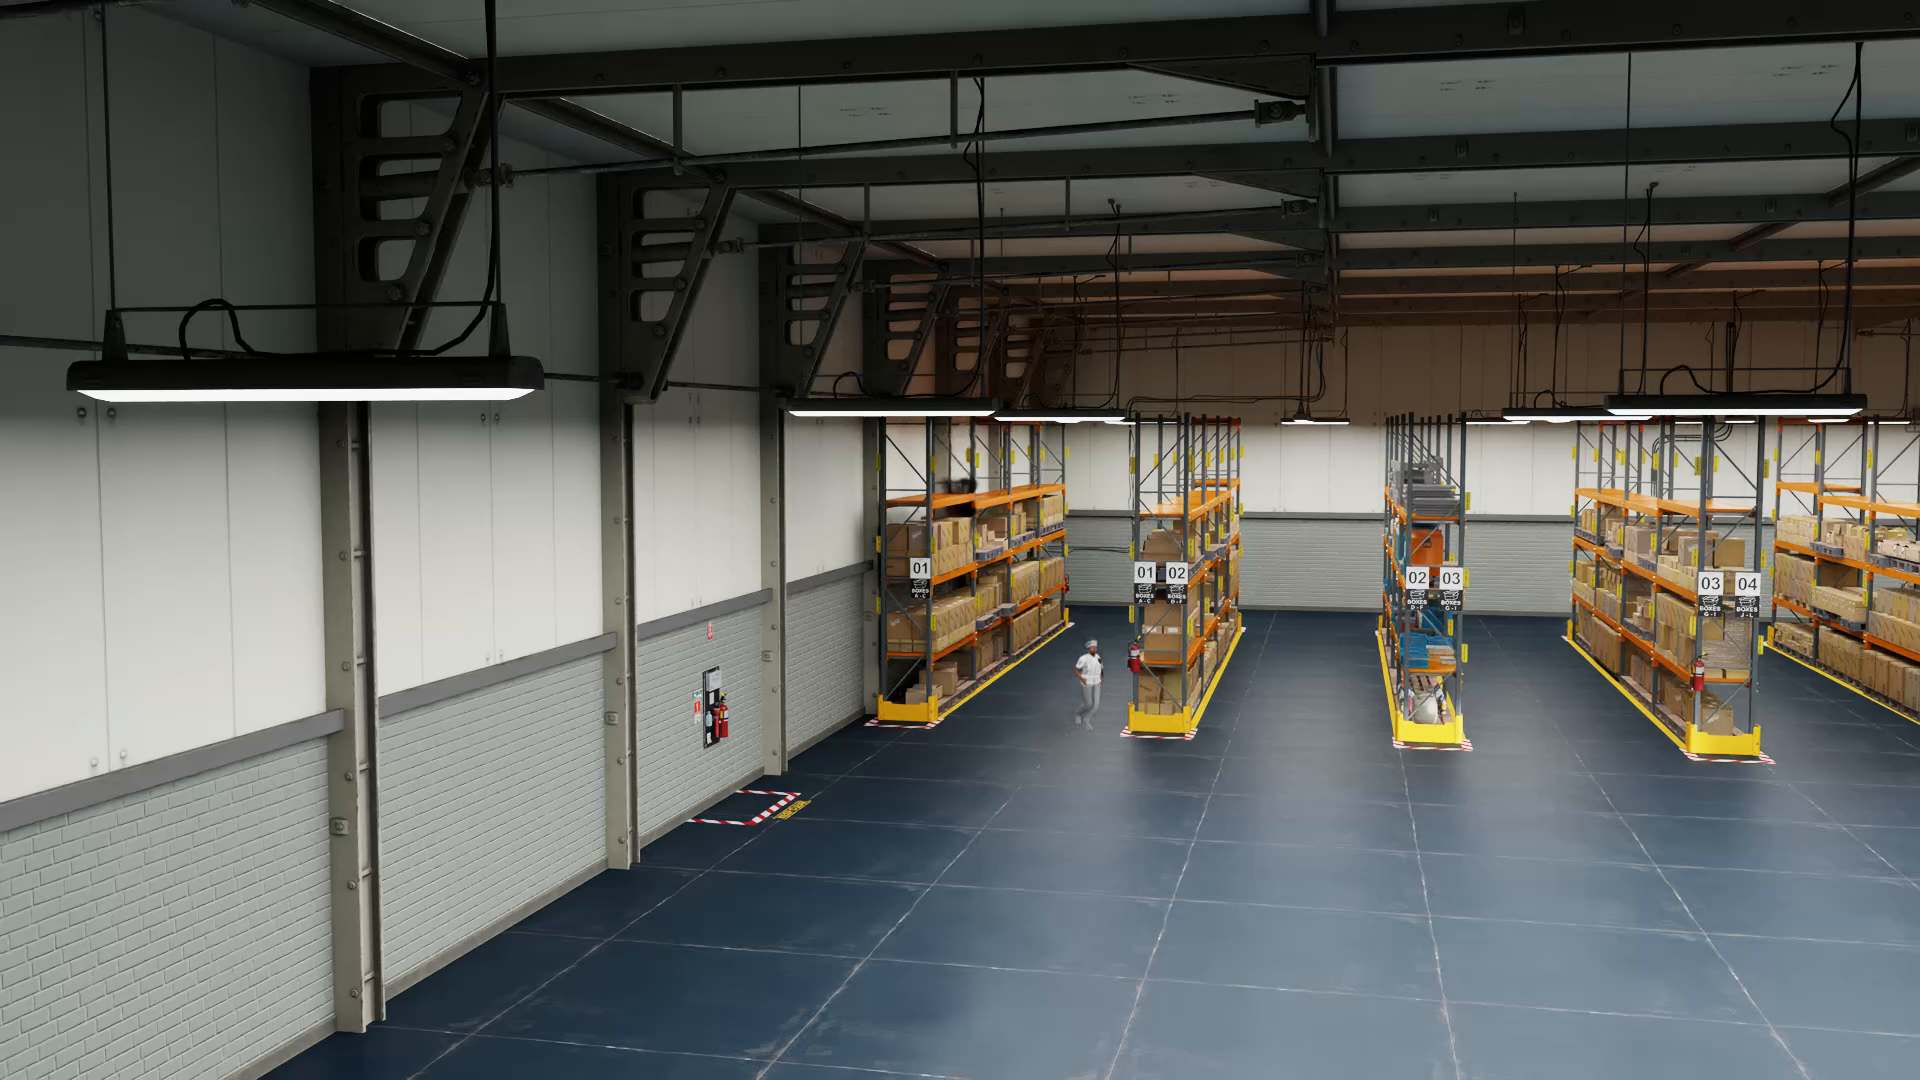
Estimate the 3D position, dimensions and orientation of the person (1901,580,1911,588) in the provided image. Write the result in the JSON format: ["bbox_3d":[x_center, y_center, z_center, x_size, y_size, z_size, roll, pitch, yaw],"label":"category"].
[{"bbox_3d":[25.693,1.865,45.209,0.565,1.627,0.589,0,4,-2],"label":"person"}]

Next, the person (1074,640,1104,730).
[{"bbox_3d":[2.443,2.700,31.174,0.608,1.667,0.516,-2,4,-26],"label":"person"}]
